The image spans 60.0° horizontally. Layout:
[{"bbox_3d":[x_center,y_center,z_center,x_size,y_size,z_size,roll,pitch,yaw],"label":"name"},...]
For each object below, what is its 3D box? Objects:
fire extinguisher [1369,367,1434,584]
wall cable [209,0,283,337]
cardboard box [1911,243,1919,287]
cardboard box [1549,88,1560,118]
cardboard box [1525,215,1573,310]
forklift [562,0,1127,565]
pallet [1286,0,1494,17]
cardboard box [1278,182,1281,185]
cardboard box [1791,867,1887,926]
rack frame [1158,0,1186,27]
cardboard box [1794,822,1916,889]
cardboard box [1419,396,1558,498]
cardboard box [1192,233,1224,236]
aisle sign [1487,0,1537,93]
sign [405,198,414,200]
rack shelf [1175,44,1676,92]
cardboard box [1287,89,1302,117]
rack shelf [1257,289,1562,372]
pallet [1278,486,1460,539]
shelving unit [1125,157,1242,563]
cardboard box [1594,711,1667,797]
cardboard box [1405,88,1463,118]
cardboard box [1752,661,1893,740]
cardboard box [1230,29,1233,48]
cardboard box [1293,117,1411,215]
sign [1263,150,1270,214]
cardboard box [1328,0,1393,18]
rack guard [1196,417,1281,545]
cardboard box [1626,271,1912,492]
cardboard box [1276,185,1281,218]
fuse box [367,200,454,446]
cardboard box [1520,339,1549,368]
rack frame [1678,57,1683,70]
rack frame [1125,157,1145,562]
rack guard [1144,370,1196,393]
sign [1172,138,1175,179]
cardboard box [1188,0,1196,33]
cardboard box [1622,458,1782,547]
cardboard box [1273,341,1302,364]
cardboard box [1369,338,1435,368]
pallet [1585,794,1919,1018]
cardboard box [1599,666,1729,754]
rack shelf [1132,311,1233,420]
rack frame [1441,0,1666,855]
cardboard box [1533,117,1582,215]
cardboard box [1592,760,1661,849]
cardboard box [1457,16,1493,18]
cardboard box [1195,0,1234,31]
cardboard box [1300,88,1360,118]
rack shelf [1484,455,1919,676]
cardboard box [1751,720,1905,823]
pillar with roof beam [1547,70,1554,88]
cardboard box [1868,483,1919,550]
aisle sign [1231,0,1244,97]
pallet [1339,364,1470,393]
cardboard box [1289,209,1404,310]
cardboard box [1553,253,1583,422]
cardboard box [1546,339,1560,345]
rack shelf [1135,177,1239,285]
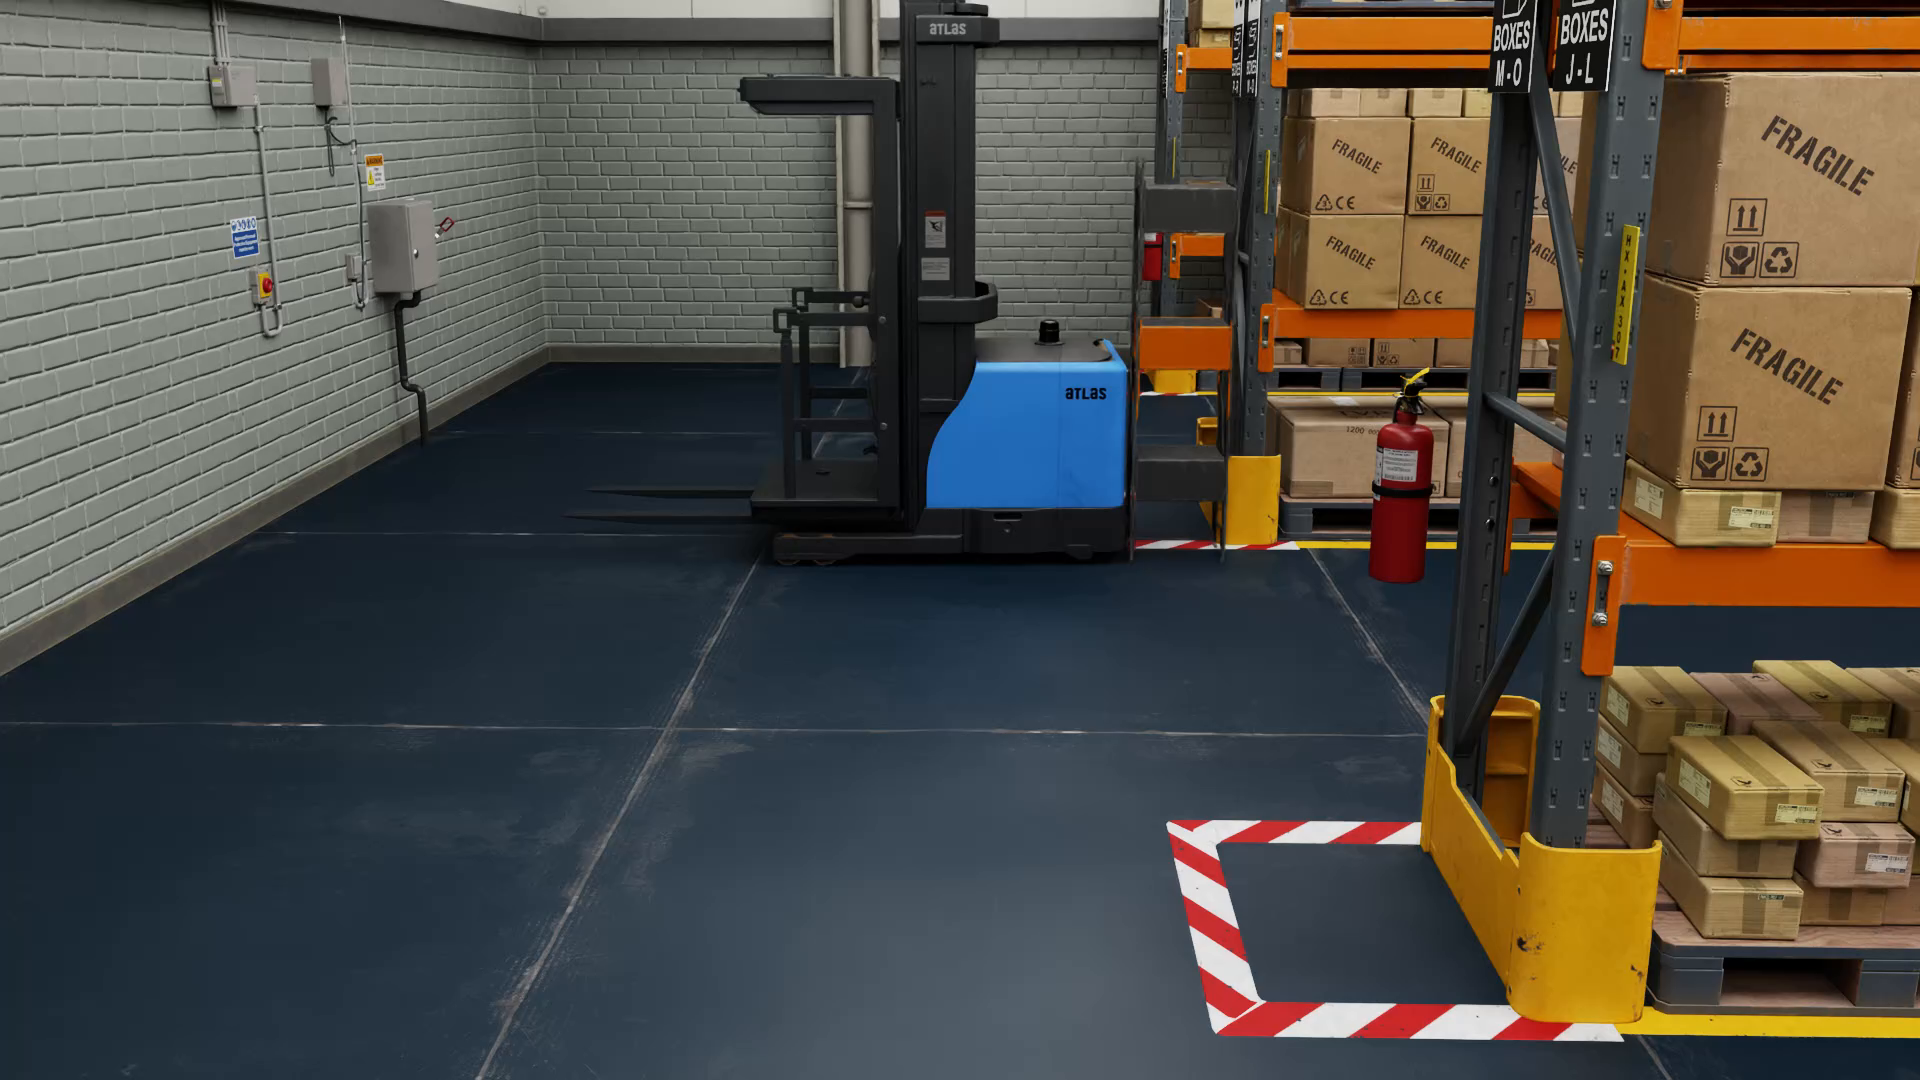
[{"bbox_3d":[1.370,-0.210,5.139,0.183,0.674,0.296,0,15,1],"label":"fire extinguisher"},{"bbox_3d":[-4.002,-2.109,9.400,0.123,1.953,0.585,0,15,1],"label":"wall cable"},{"bbox_3d":[2.556,-0.912,4.177,0.500,0.500,0.500,1,15,3],"label":"cardboard box"},{"bbox_3d":[3.031,-2.344,8.918,0.250,0.149,0.380,1,15,2],"label":"cardboard box"},{"bbox_3d":[3.122,-1.539,9.099,0.500,0.500,0.500,0,15,1],"label":"cardboard box"},{"bbox_3d":[-0.630,-1.417,8.966,3.031,2.935,1.130,0,15,0],"label":"forklift"},{"bbox_3d":[2.377,-2.977,9.037,1.213,0.211,1.003,0,15,1],"label":"pallet"},{"bbox_3d":[2.740,-2.970,14.427,0.500,0.250,0.500,0,15,2],"label":"cardboard box"},{"bbox_3d":[2.389,0.933,4.690,0.250,0.149,0.380,0,15,1],"label":"cardboard box"},{"bbox_3d":[1.758,-5.738,13.449,0.127,3.000,1.000,0,15,1],"label":"rack frame"},{"bbox_3d":[2.399,0.808,4.579,0.250,0.149,0.380,0,15,1],"label":"cardboard box"},{"bbox_3d":[3.213,-0.553,9.756,0.875,0.438,0.875,1,15,3],"label":"cardboard box"},{"bbox_3d":[2.080,-2.644,13.973,0.250,0.149,0.380,0,15,1],"label":"cardboard box"},{"bbox_3d":[1.545,-1.643,4.590,0.004,0.787,0.394,0,15,1],"label":"aisle sign"},{"bbox_3d":[-3.997,-2.218,12.055,0.001,0.494,0.329,0,15,1],"label":"sign"},{"bbox_3d":[3.758,-3.927,13.874,4.000,0.370,1.077,0,15,1],"label":"rack shelf"},{"bbox_3d":[1.999,-2.466,9.378,0.250,0.149,0.380,1,15,2],"label":"cardboard box"},{"bbox_3d":[3.635,-1.211,9.459,4.000,0.370,1.077,0,15,1],"label":"rack shelf"},{"bbox_3d":[2.437,-0.238,9.828,1.213,0.211,1.003,0,15,1],"label":"pallet"},{"bbox_3d":[1.167,-0.945,8.803,0.503,2.100,0.431,0,15,1],"label":"shelving unit"},{"bbox_3d":[2.145,0.654,5.165,0.250,0.149,0.380,0,15,0],"label":"cardboard box"},{"bbox_3d":[2.504,-2.330,8.862,0.250,0.149,0.380,1,15,3],"label":"cardboard box"},{"bbox_3d":[2.657,0.504,5.150,0.250,0.149,0.380,0,15,0],"label":"cardboard box"},{"bbox_3d":[2.334,-4.110,13.650,0.250,0.149,0.380,1,15,2],"label":"cardboard box"},{"bbox_3d":[2.108,-2.028,8.989,0.500,0.500,0.500,0,15,0],"label":"cardboard box"},{"bbox_3d":[1.615,-1.887,8.760,0.005,0.325,0.100,0,15,1],"label":"sign"},{"bbox_3d":[3.215,-4.282,13.521,0.500,0.250,0.500,0,15,0],"label":"cardboard box"},{"bbox_3d":[1.611,-0.363,9.736,0.348,0.500,1.175,0,15,1],"label":"rack guard"},{"bbox_3d":[2.052,-0.427,4.301,0.500,0.500,0.500,1,15,4],"label":"cardboard box"},{"bbox_3d":[2.709,-2.834,13.912,0.500,0.250,0.500,1,15,2],"label":"cardboard box"},{"bbox_3d":[-3.803,-1.514,11.725,0.414,1.711,0.539,0,15,1],"label":"fuse box"},{"bbox_3d":[4.836,-1.624,14.150,0.258,0.266,0.396,1,15,3],"label":"cardboard box"},{"bbox_3d":[5.757,-2.811,14.116,0.127,3.000,1.000,0,15,1],"label":"rack frame"},{"bbox_3d":[0.923,-0.947,8.808,0.015,2.100,0.400,0,15,1],"label":"rack frame"},{"bbox_3d":[1.834,-1.628,14.532,0.348,0.500,1.175,0,15,1],"label":"rack guard"},{"bbox_3d":[1.745,-3.118,13.580,0.005,0.325,0.100,0,15,1],"label":"sign"},{"bbox_3d":[2.210,-4.426,14.065,0.500,0.250,0.500,0,15,0],"label":"cardboard box"},{"bbox_3d":[1.925,-0.101,4.337,0.250,0.149,0.380,0,15,1],"label":"cardboard box"},{"bbox_3d":[2.791,-1.621,14.370,0.250,0.149,0.380,0,15,-1],"label":"cardboard box"},{"bbox_3d":[3.747,-1.759,14.205,0.500,0.500,0.500,1,15,2],"label":"cardboard box"},{"bbox_3d":[2.497,1.055,4.929,1.213,0.211,1.003,0,15,1],"label":"pallet"},{"bbox_3d":[2.146,0.518,5.096,0.250,0.149,0.380,1,15,2],"label":"cardboard box"},{"bbox_3d":[1.167,-0.932,8.807,0.480,0.518,0.431,0,15,1],"label":"rack shelf"},{"bbox_3d":[1.610,-0.309,4.630,0.127,3.000,1.000,0,15,1],"label":"rack frame"},{"bbox_3d":[3.139,-2.025,8.978,0.500,0.500,0.500,0,15,1],"label":"cardboard box"},{"bbox_3d":[2.141,0.817,5.128,0.250,0.149,0.380,1,15,2],"label":"cardboard box"},{"bbox_3d":[4.237,-4.279,13.511,0.500,0.250,0.500,1,15,3],"label":"cardboard box"},{"bbox_3d":[2.195,-4.287,13.538,0.500,0.250,0.500,0,15,1],"label":"cardboard box"},{"bbox_3d":[1.983,-2.344,8.917,0.250,0.149,0.380,1,15,3],"label":"cardboard box"},{"bbox_3d":[3.609,0.052,4.672,4.000,0.370,1.077,0,15,1],"label":"rack shelf"},{"bbox_3d":[2.404,0.640,4.632,0.250,0.149,0.380,1,15,2],"label":"cardboard box"},{"bbox_3d":[4.974,-4.849,10.078,0.400,9.000,9.100,0,15,1],"label":"pillar with roof beam"},{"bbox_3d":[2.448,-0.095,4.312,0.250,0.149,0.380,0,15,0],"label":"cardboard box"},{"bbox_3d":[1.571,-2.908,9.387,0.004,0.787,0.394,0,15,1],"label":"aisle sign"},{"bbox_3d":[3.848,-1.475,14.517,1.213,0.211,1.003,0,15,1],"label":"pallet"},{"bbox_3d":[2.108,-1.544,9.115,0.500,0.500,0.500,0,15,1],"label":"cardboard box"},{"bbox_3d":[2.066,-0.563,4.817,0.500,0.500,0.500,1,15,3],"label":"cardboard box"},{"bbox_3d":[5.103,-1.779,14.650,0.500,0.311,0.500,1,15,3],"label":"cardboard box"},{"bbox_3d":[1.168,-1.609,8.628,0.480,0.518,0.431,0,15,1],"label":"rack shelf"}]
